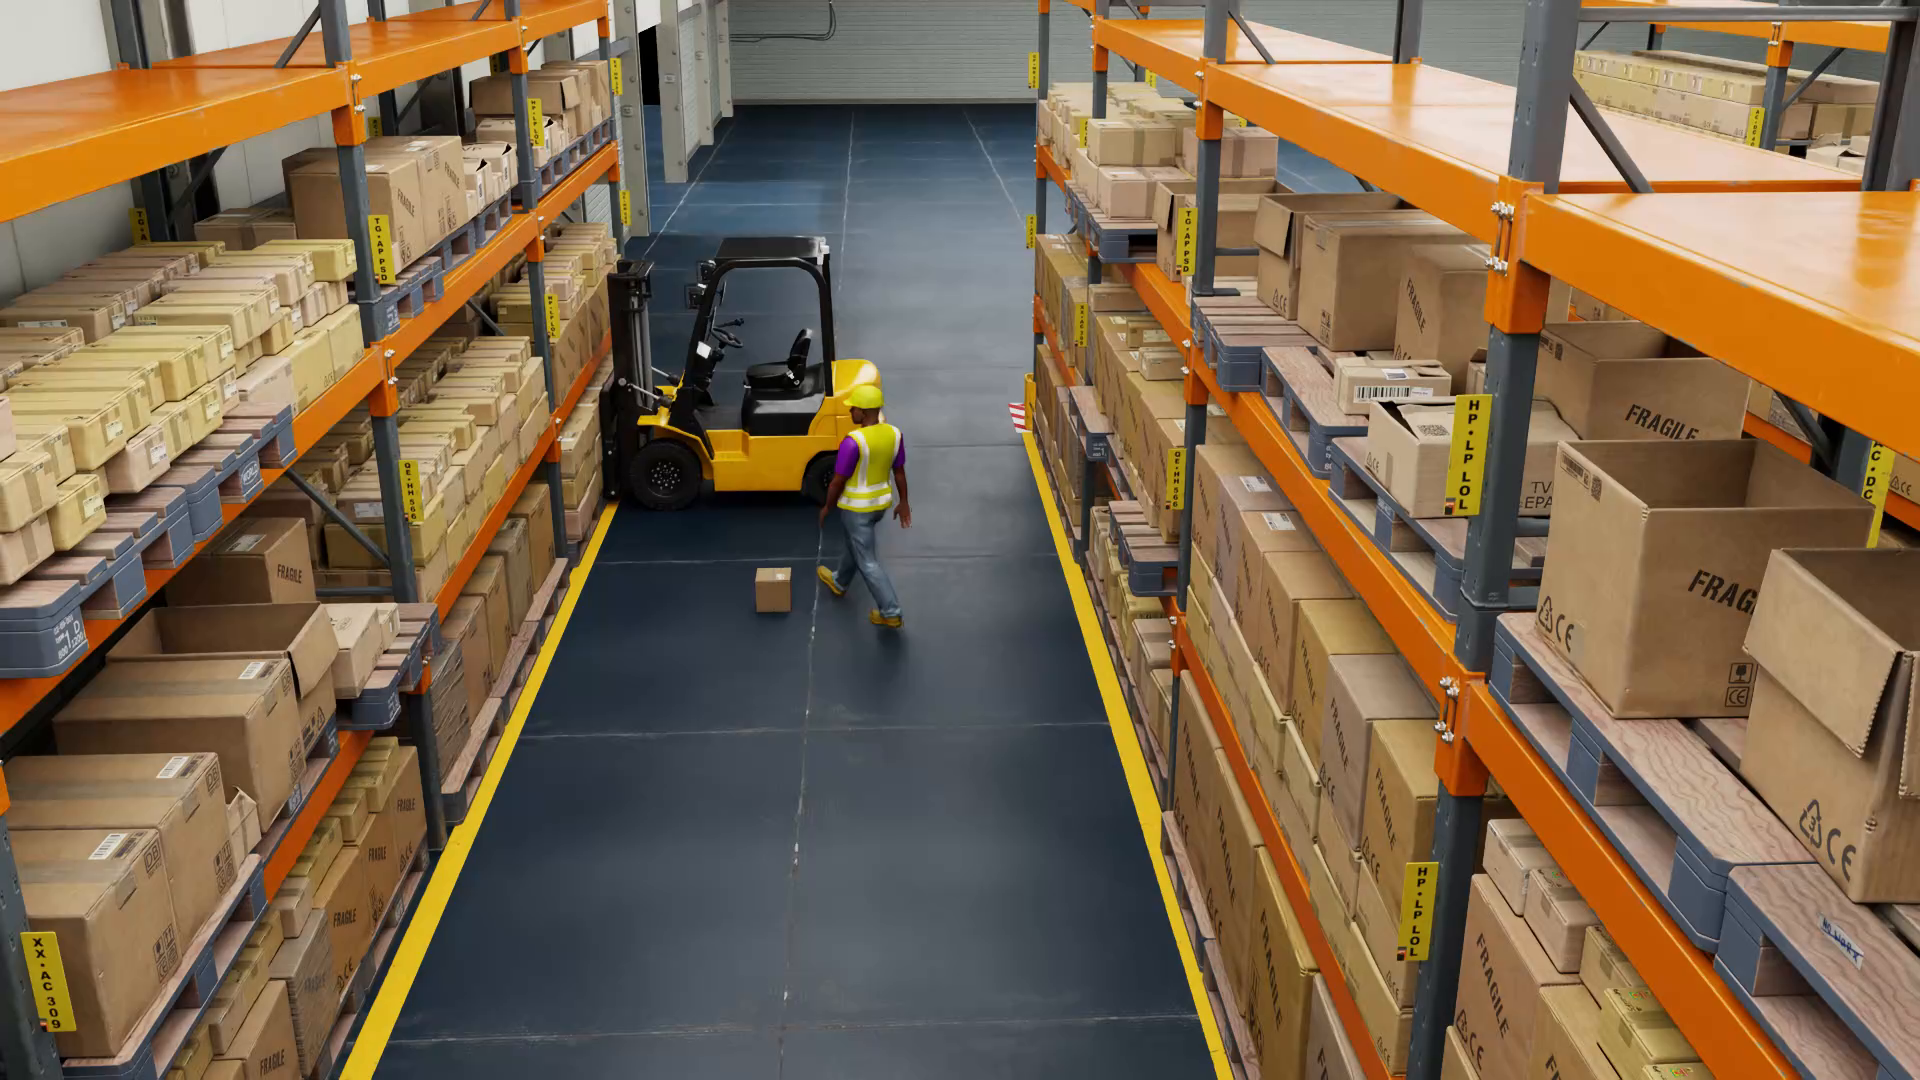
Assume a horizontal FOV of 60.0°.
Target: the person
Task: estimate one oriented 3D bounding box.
[{"bbox_3d":[-0.752,-0.286,11.864,1.074,1.703,0.597,16,26,36],"label":"person"}]
